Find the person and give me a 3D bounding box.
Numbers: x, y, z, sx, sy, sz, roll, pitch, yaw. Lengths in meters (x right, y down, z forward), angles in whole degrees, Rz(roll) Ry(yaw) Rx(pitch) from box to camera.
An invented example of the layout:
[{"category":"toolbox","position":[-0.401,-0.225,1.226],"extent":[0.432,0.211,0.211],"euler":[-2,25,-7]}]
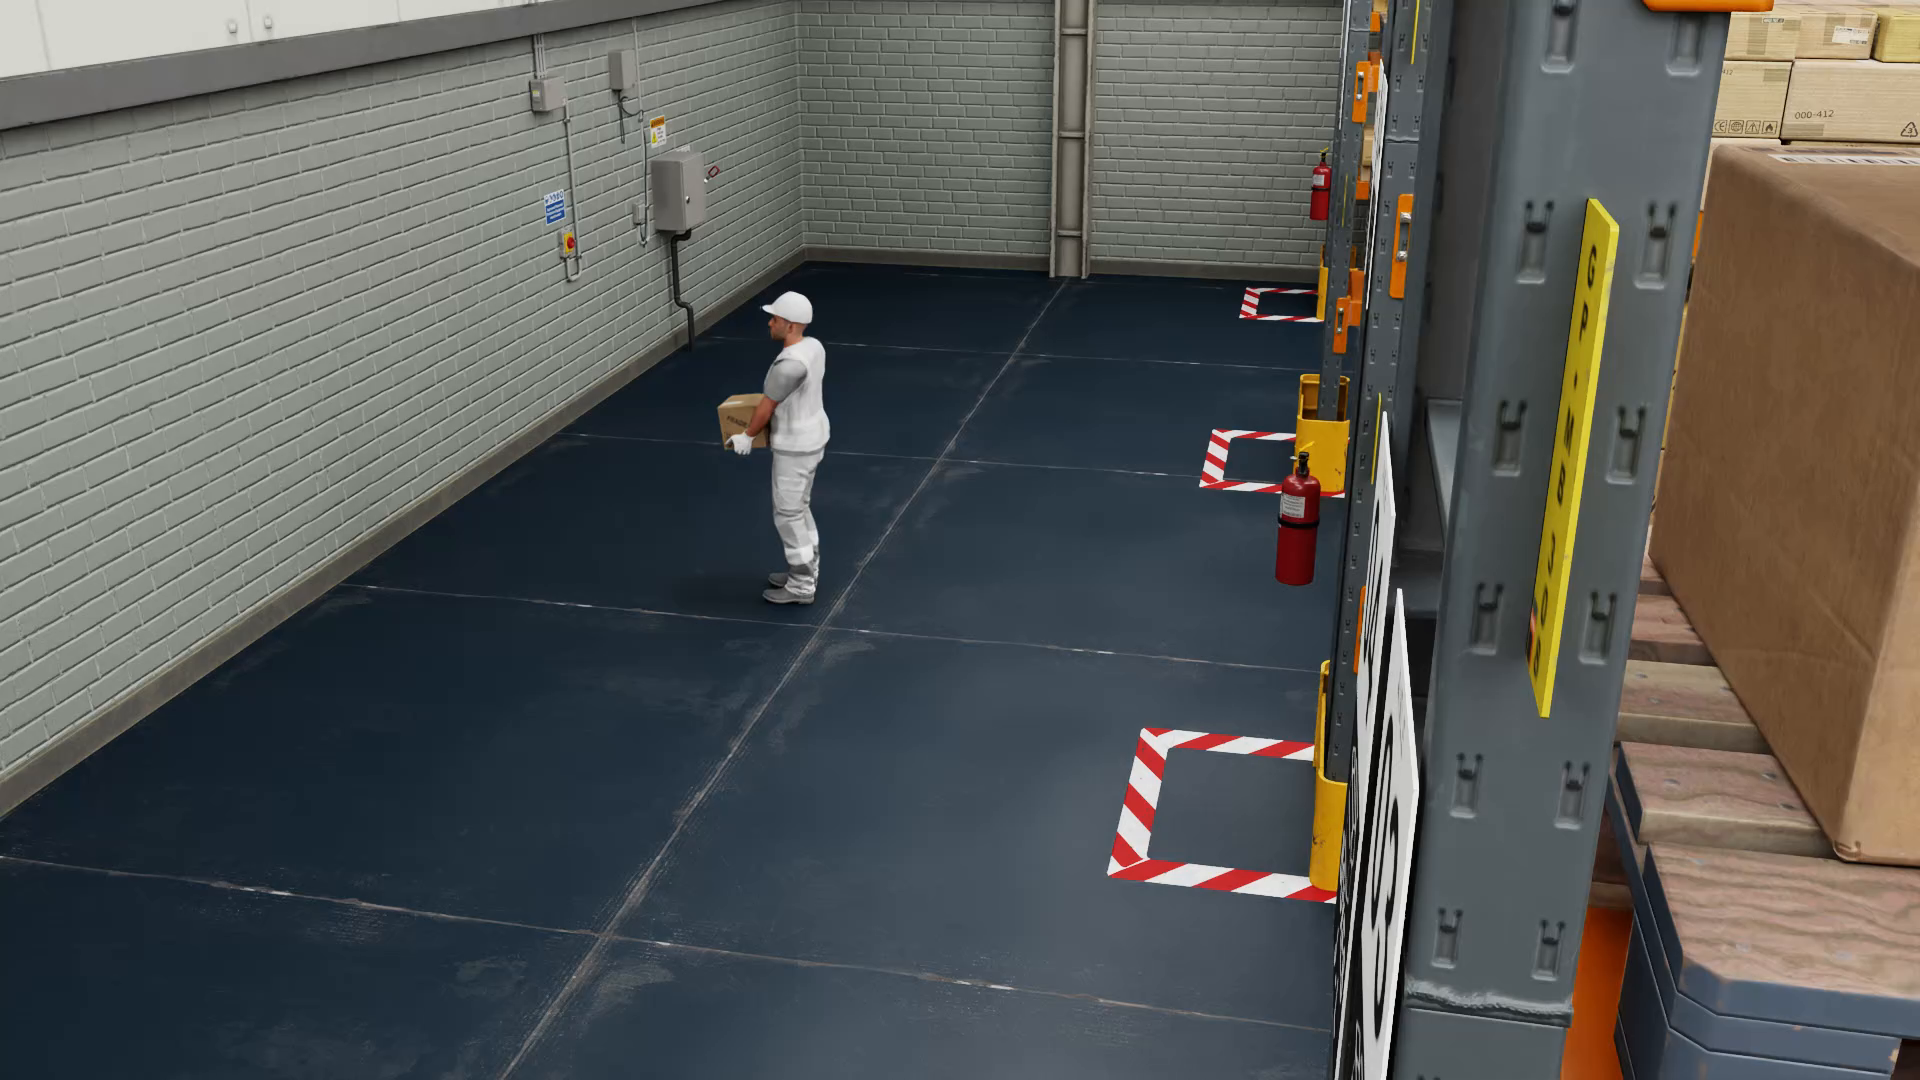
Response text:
[{"category":"person","position":[-1.021,-0.524,9.392],"extent":[0.553,1.787,0.495],"euler":[4,22,10]}]
